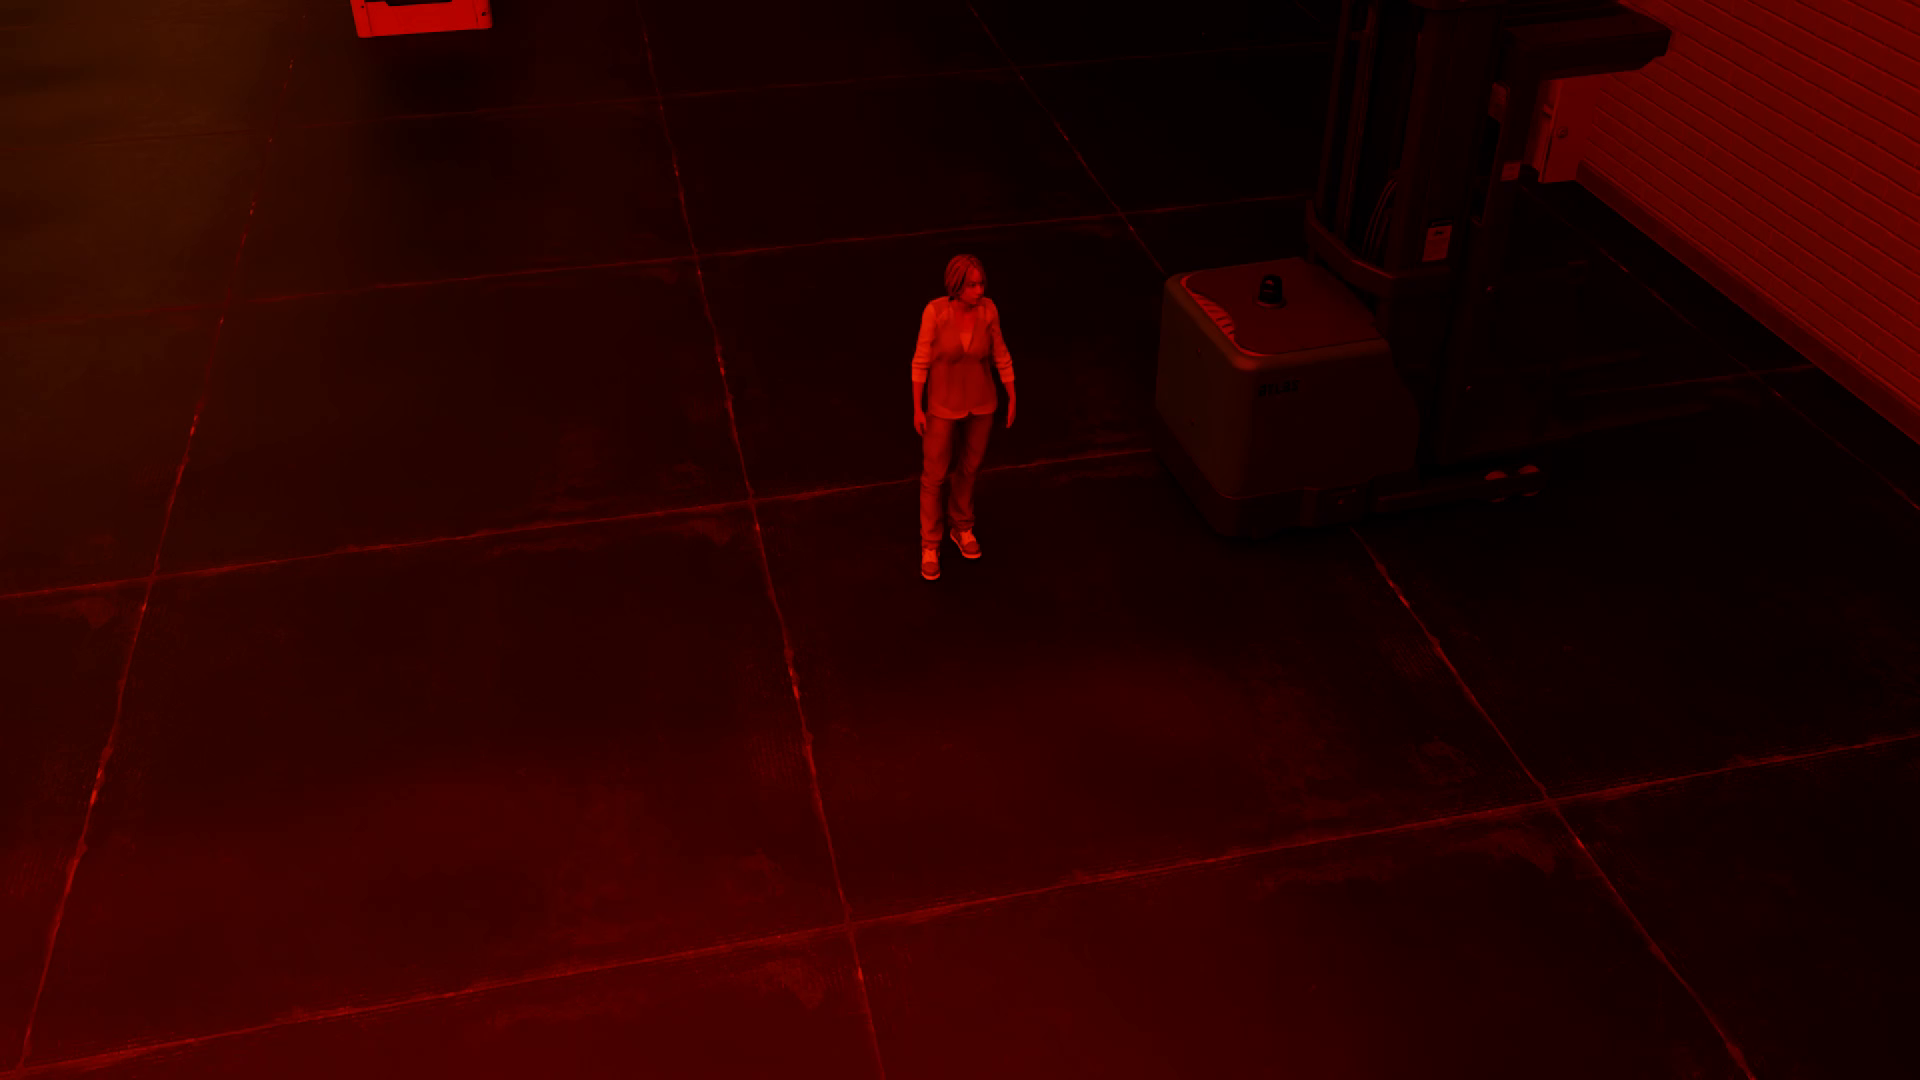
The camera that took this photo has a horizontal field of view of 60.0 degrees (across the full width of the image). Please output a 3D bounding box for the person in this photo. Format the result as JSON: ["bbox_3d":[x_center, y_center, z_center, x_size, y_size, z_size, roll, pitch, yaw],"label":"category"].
[{"bbox_3d":[0.022,-0.596,8.026,0.541,1.592,0.434,-11,37,-15],"label":"person"}]

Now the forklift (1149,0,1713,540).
[{"bbox_3d":[2.621,-1.675,8.378,3.031,2.935,1.130,-10,37,-13],"label":"forklift"}]
